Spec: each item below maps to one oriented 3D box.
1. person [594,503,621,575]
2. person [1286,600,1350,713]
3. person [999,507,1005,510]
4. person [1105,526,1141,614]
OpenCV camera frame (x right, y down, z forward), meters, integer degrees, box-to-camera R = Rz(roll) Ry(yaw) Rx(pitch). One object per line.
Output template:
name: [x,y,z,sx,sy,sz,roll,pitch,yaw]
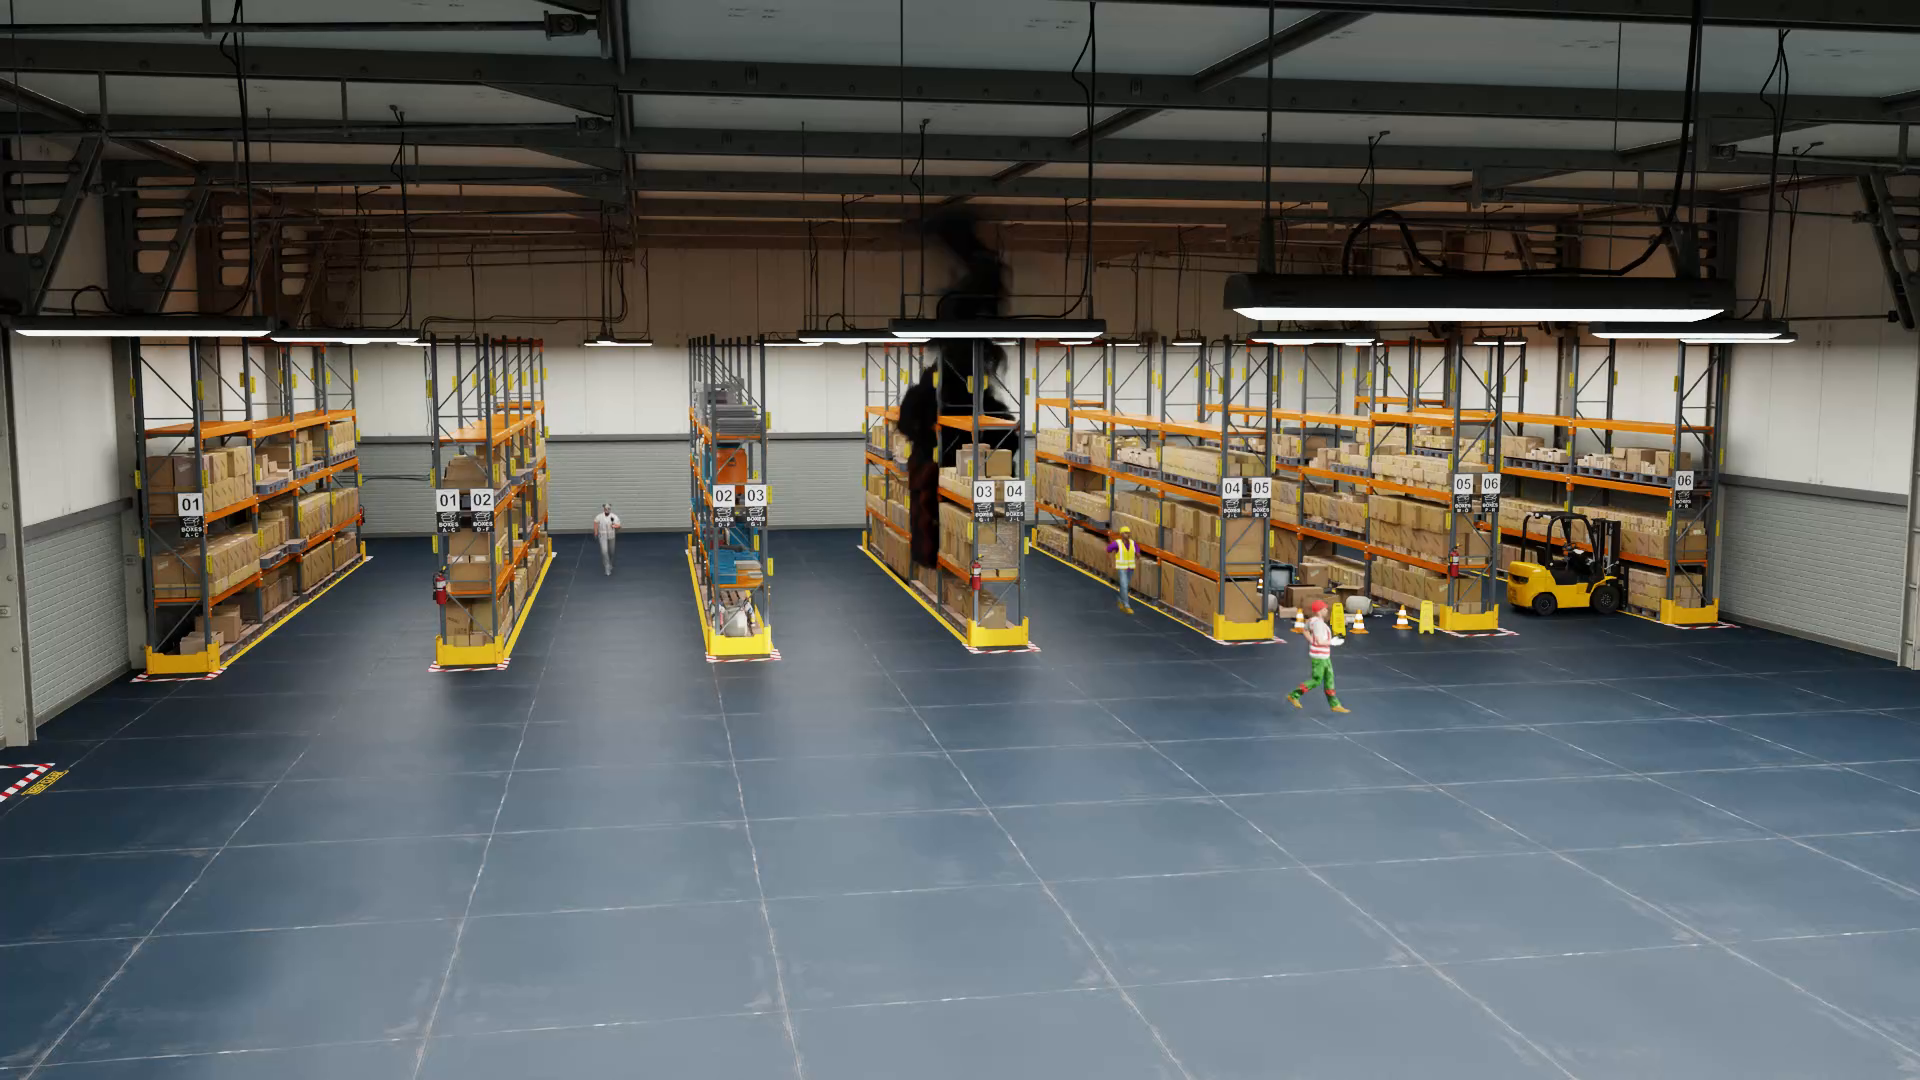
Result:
person: [-9.024,-0.057,42.604,0.652,1.786,0.969,-2,7,-18]
person: [5.625,1.831,26.026,0.988,1.783,0.654,1,7,11]
person: [0.993,-0.573,47.859,0.655,1.656,0.613,1,7,13]
person: [3.415,0.621,34.287,0.693,1.808,0.923,-3,7,-22]
